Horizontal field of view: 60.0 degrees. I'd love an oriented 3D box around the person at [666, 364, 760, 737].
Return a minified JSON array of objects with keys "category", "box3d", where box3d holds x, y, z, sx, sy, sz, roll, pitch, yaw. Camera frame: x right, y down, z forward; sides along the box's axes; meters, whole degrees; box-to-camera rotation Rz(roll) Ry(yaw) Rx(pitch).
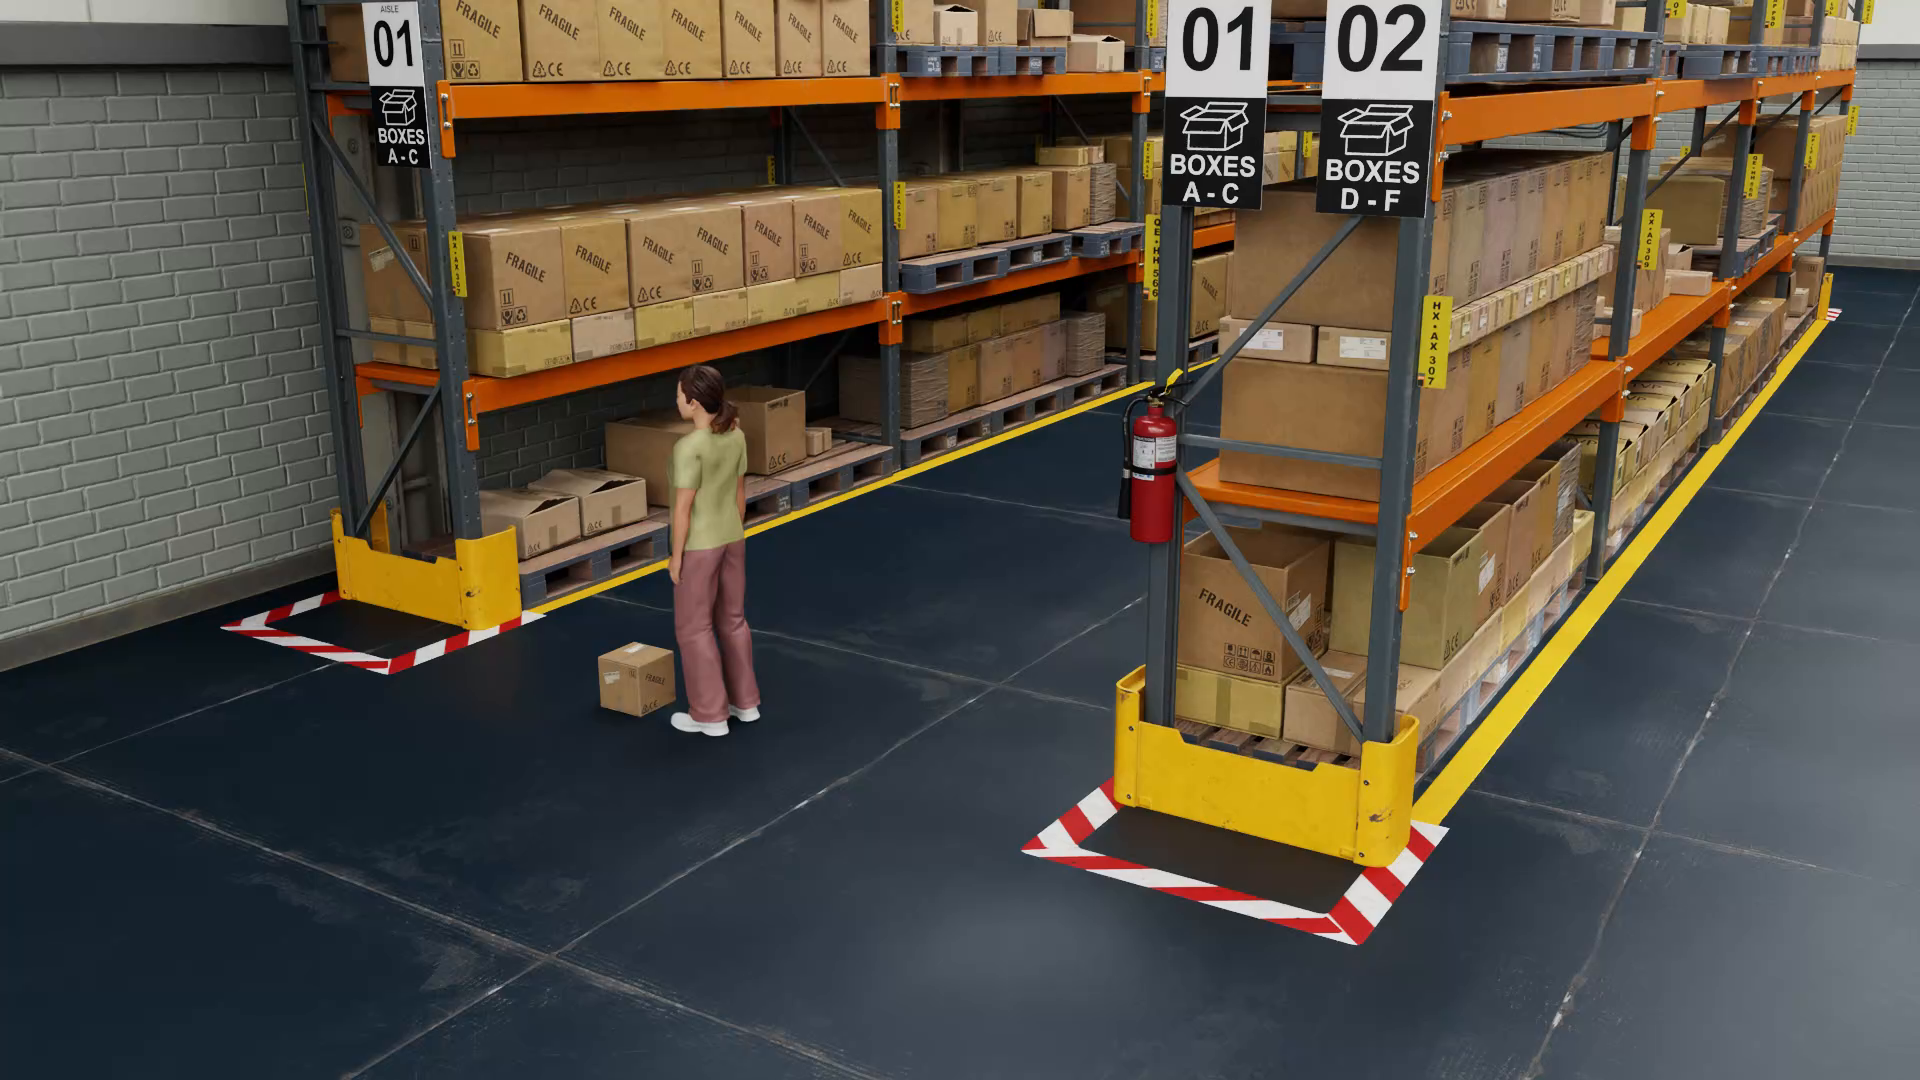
[{"category":"person","box3d":[-1.117,0.053,7.379,0.359,1.679,0.446,10,19,32]}]
